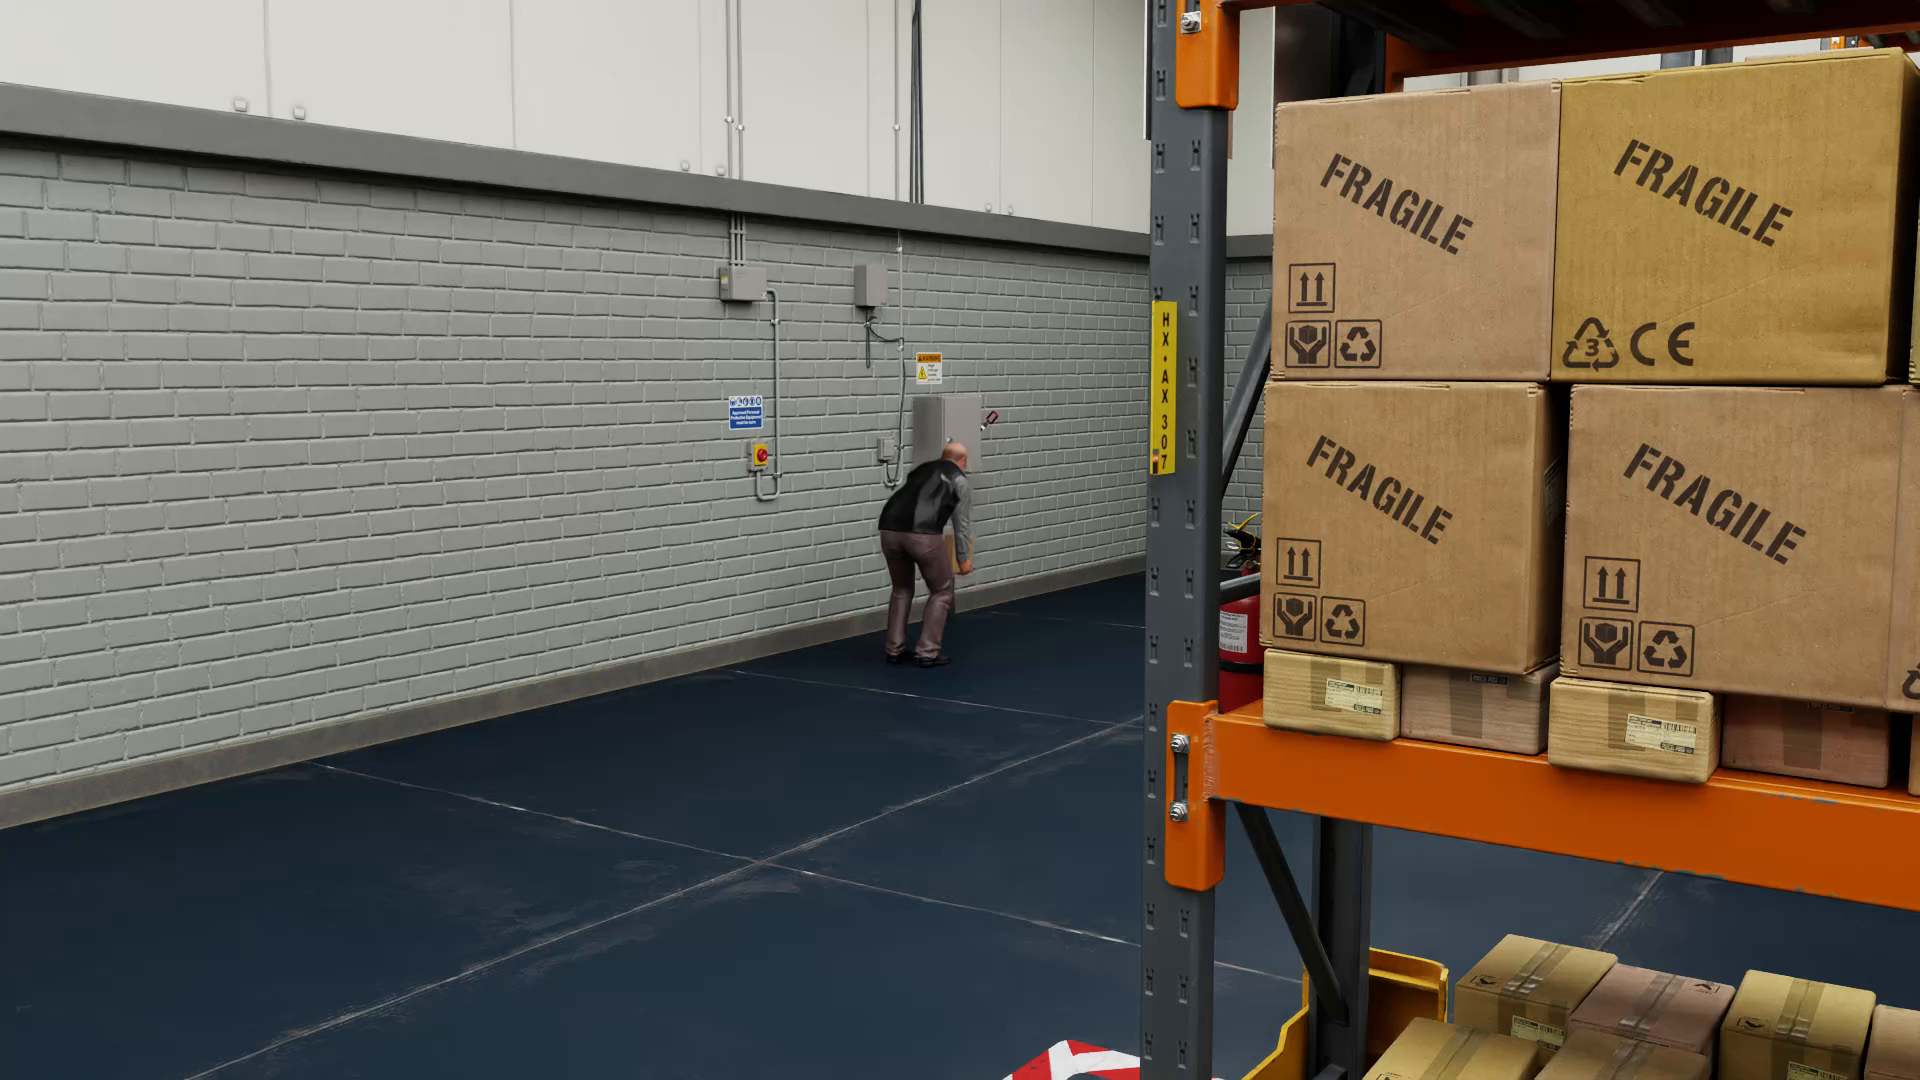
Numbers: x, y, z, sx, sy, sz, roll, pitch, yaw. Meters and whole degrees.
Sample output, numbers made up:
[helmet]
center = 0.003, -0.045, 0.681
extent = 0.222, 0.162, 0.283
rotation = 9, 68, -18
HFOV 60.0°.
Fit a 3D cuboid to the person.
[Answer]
[person]
center = -0.195, 0.081, 10.991
extent = 0.470, 1.433, 0.833
rotation = 4, 7, 32
